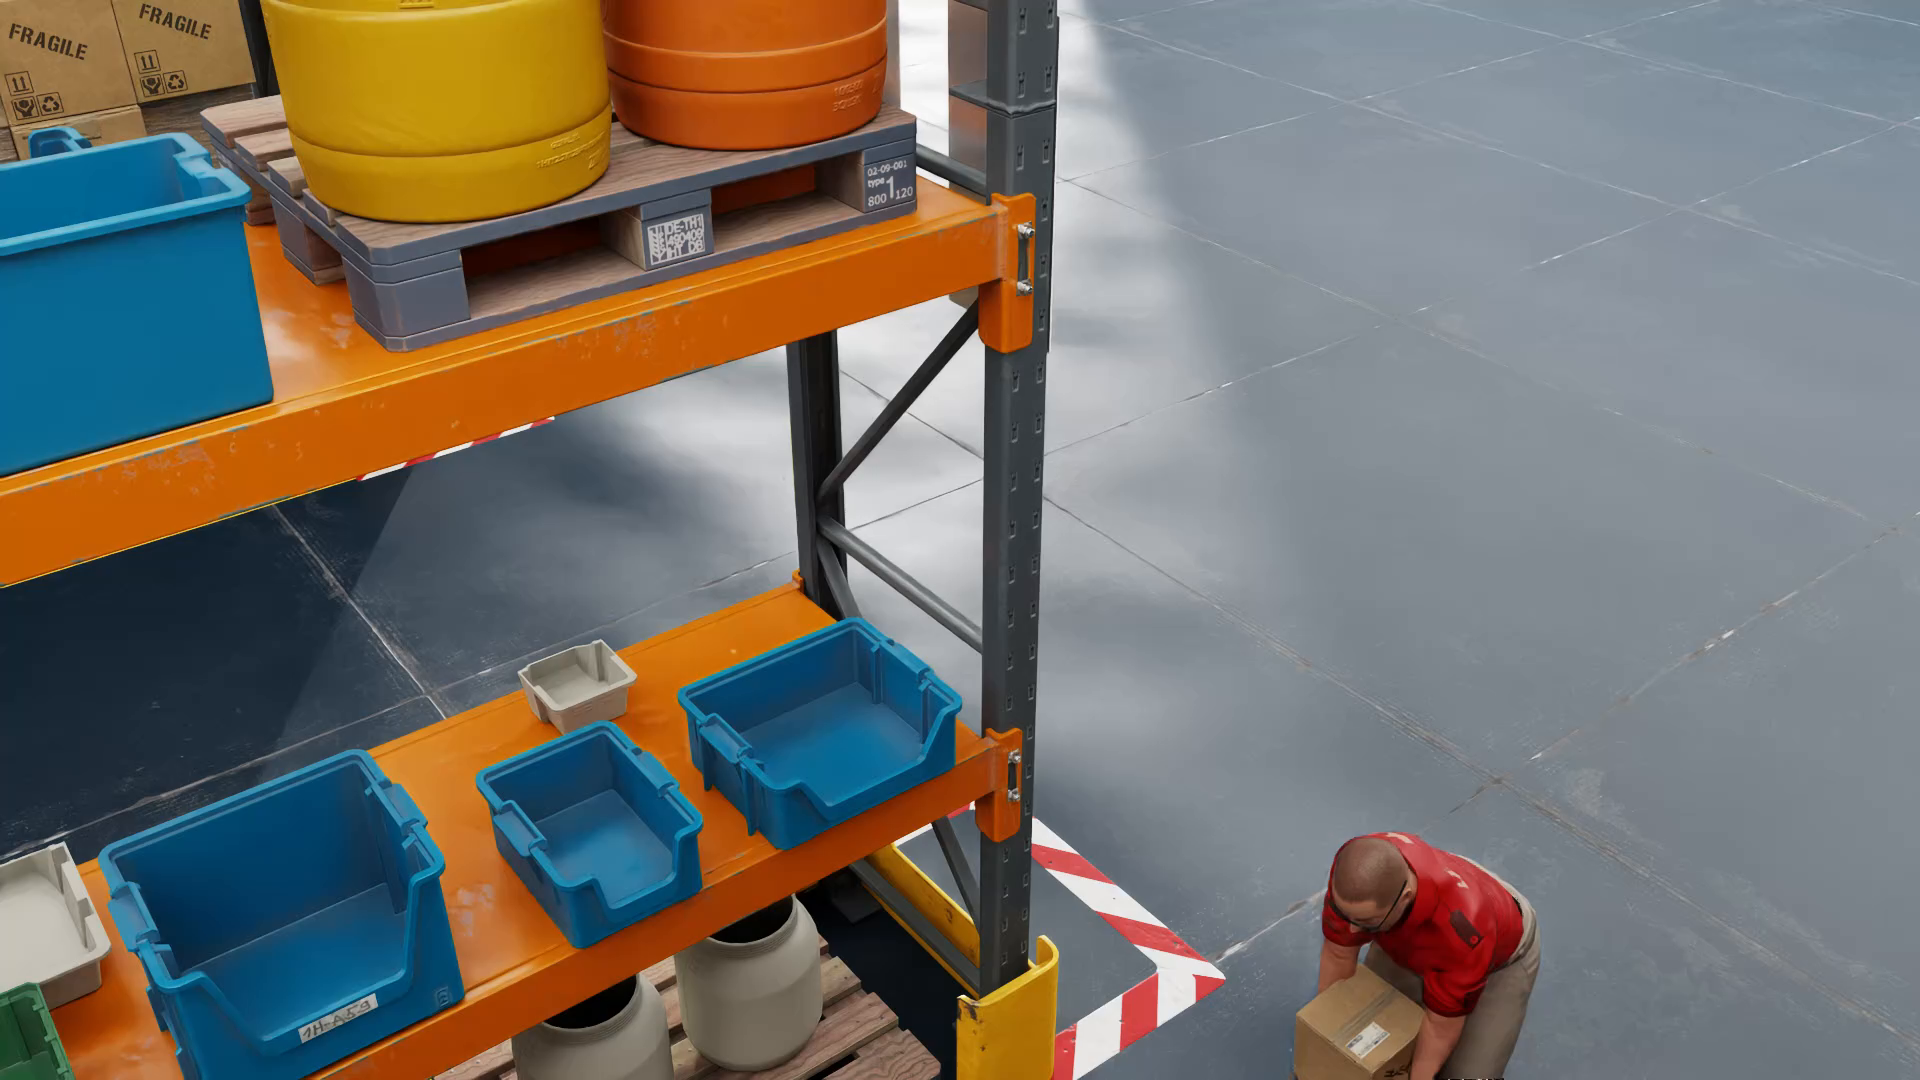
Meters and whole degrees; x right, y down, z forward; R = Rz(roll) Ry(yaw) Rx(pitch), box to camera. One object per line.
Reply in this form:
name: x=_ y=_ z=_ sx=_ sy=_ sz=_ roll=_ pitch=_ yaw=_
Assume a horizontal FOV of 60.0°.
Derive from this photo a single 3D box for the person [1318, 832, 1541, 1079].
person: x=1.171 y=1.245 z=4.376 sx=0.779 sy=1.504 sz=0.475 roll=-23 pitch=39 yaw=-32
